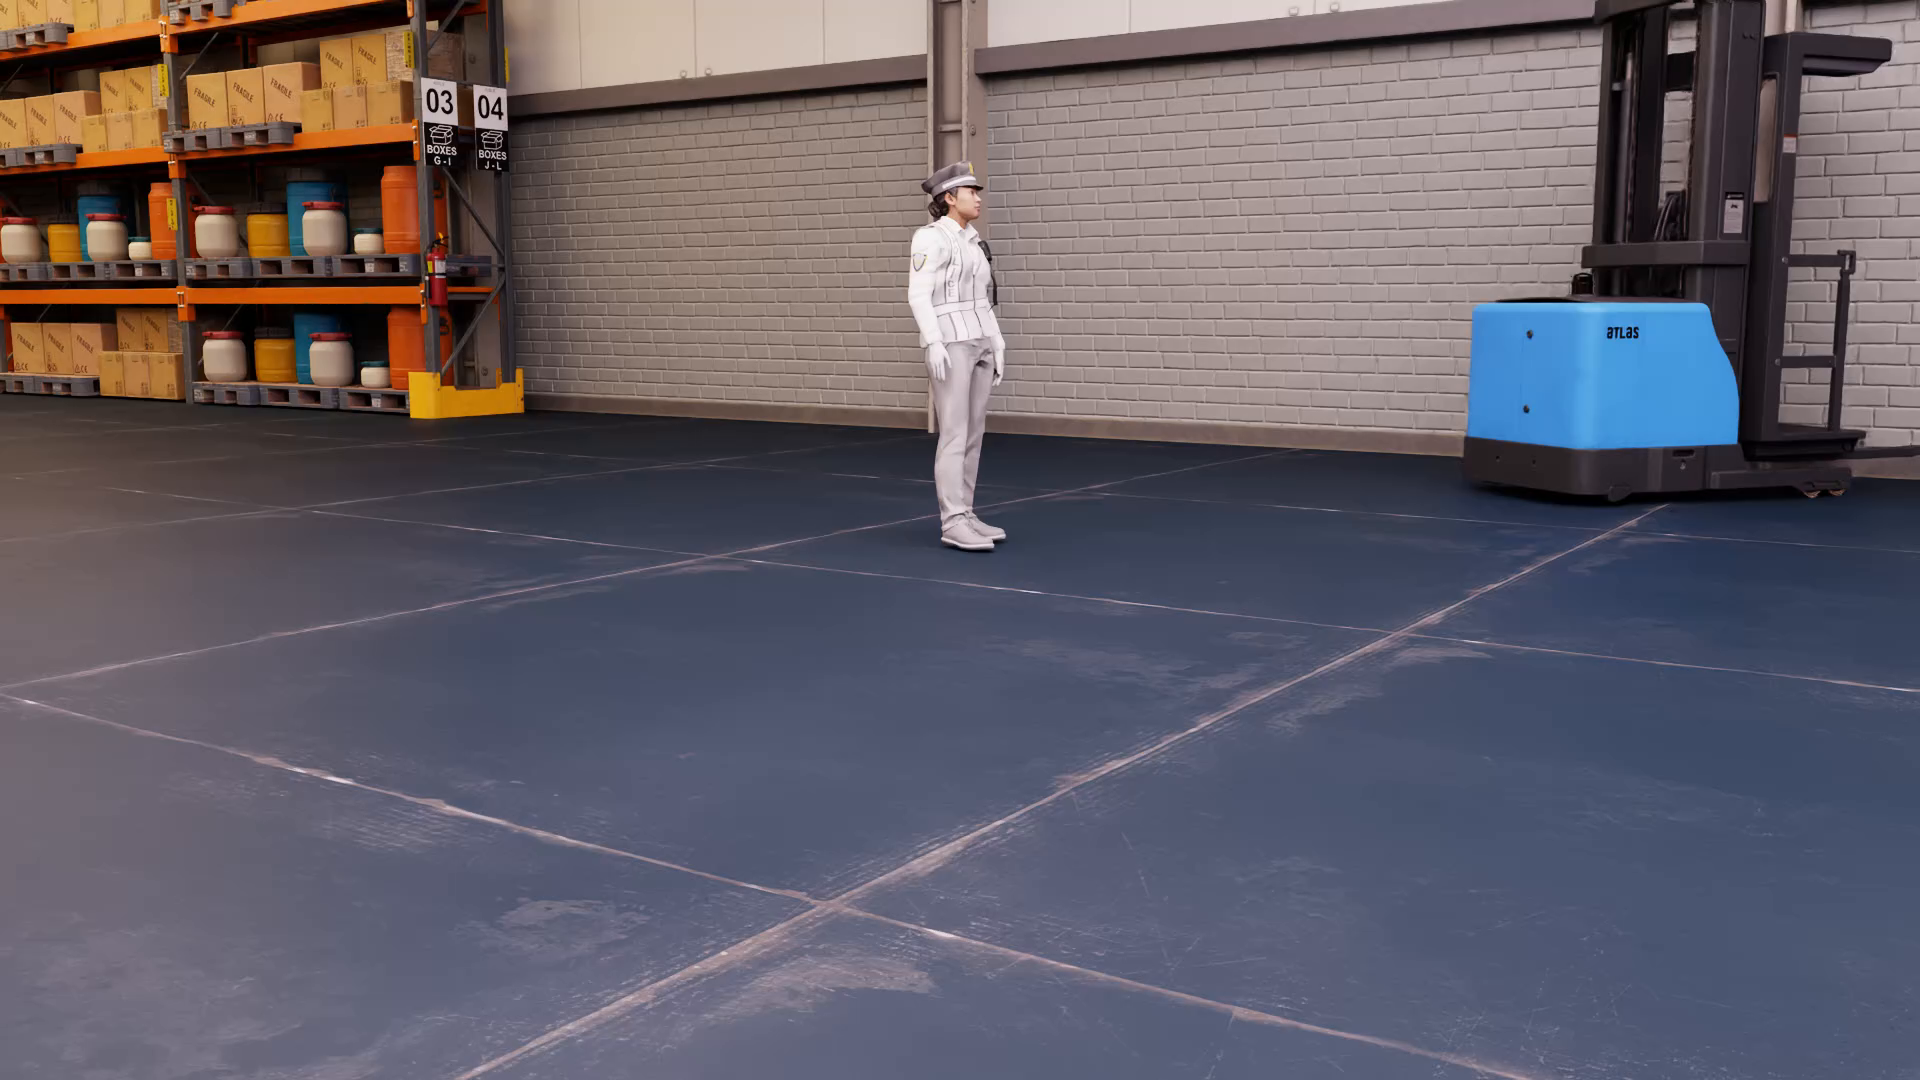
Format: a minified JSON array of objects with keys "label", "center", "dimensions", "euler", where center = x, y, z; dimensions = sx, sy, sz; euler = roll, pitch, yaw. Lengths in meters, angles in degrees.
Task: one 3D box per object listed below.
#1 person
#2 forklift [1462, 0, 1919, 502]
[{"label":"person","center":[0.053,-0.840,7.439],"dimensions":[0.530,1.694,0.587],"euler":[5,10,34]},{"label":"forklift","center":[4.482,-1.757,9.549],"dimensions":[3.031,2.935,1.130],"euler":[-3,9,-21]}]
